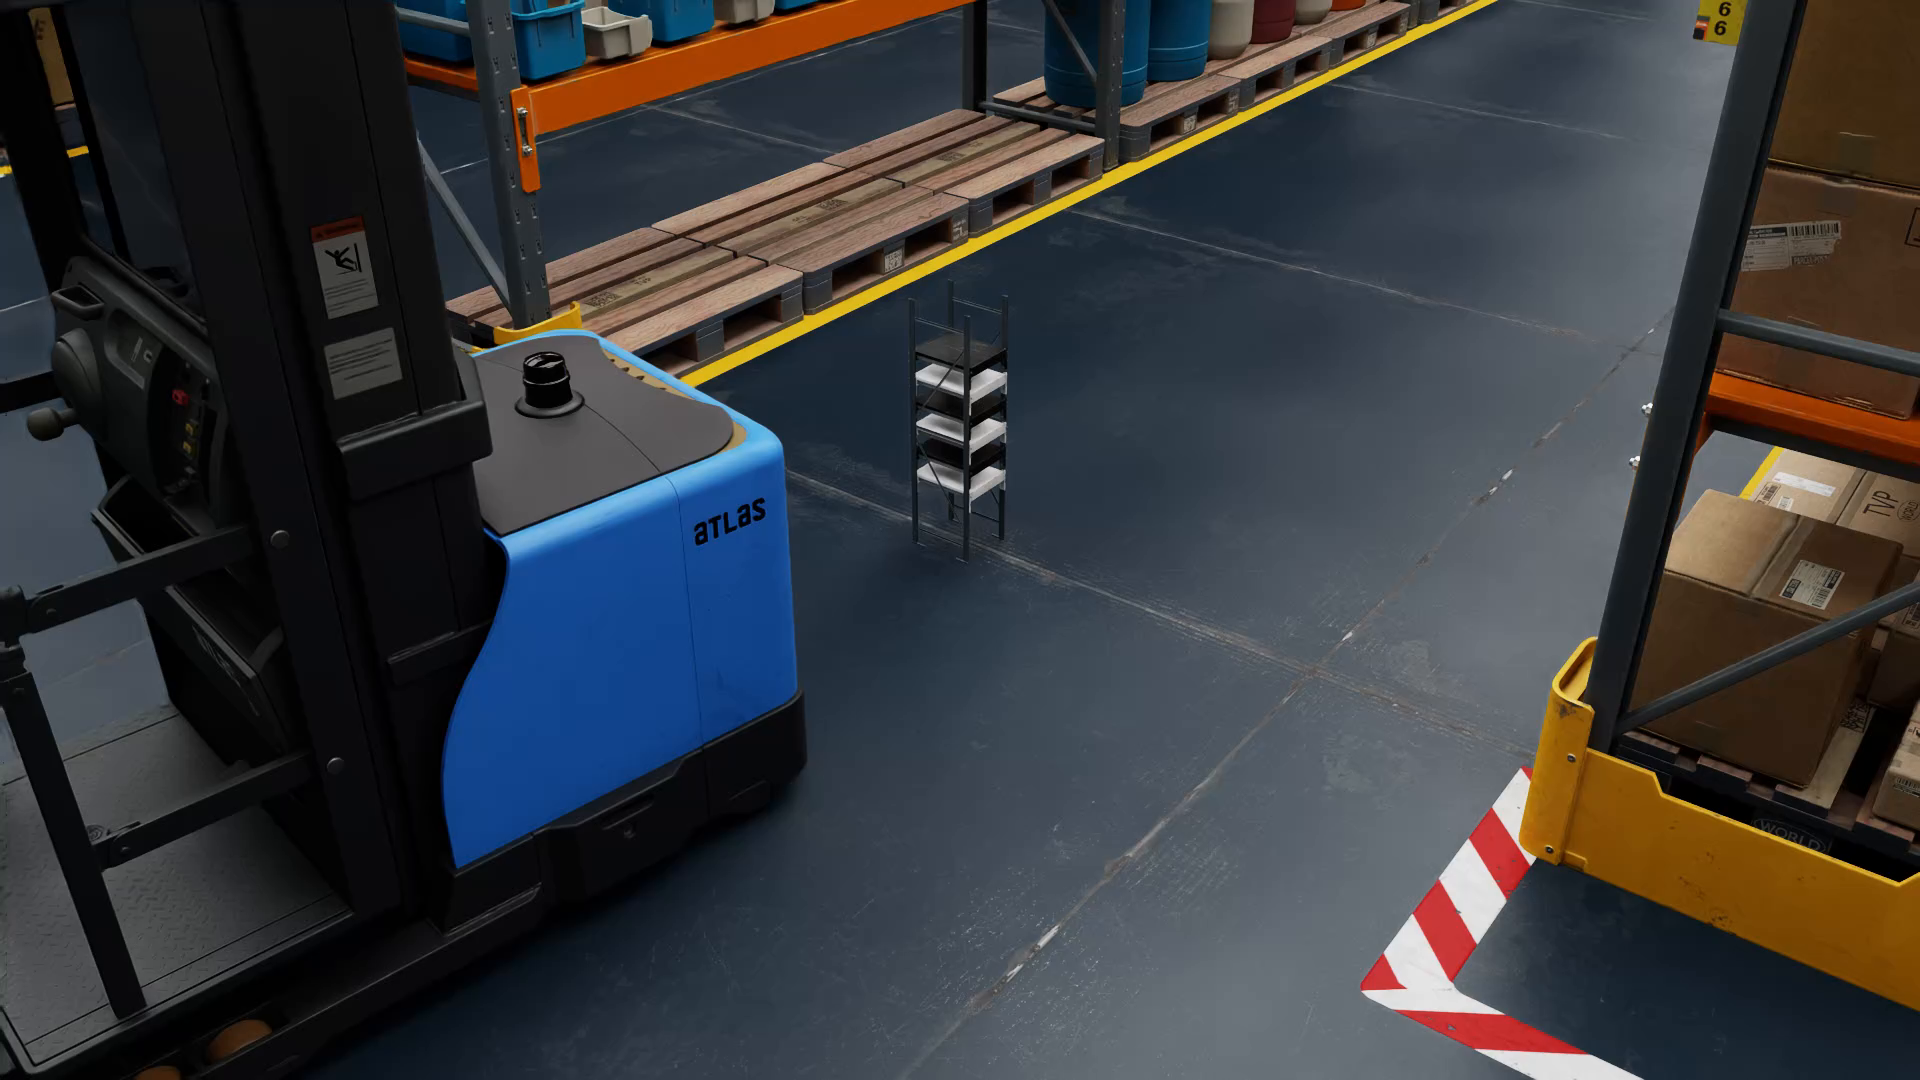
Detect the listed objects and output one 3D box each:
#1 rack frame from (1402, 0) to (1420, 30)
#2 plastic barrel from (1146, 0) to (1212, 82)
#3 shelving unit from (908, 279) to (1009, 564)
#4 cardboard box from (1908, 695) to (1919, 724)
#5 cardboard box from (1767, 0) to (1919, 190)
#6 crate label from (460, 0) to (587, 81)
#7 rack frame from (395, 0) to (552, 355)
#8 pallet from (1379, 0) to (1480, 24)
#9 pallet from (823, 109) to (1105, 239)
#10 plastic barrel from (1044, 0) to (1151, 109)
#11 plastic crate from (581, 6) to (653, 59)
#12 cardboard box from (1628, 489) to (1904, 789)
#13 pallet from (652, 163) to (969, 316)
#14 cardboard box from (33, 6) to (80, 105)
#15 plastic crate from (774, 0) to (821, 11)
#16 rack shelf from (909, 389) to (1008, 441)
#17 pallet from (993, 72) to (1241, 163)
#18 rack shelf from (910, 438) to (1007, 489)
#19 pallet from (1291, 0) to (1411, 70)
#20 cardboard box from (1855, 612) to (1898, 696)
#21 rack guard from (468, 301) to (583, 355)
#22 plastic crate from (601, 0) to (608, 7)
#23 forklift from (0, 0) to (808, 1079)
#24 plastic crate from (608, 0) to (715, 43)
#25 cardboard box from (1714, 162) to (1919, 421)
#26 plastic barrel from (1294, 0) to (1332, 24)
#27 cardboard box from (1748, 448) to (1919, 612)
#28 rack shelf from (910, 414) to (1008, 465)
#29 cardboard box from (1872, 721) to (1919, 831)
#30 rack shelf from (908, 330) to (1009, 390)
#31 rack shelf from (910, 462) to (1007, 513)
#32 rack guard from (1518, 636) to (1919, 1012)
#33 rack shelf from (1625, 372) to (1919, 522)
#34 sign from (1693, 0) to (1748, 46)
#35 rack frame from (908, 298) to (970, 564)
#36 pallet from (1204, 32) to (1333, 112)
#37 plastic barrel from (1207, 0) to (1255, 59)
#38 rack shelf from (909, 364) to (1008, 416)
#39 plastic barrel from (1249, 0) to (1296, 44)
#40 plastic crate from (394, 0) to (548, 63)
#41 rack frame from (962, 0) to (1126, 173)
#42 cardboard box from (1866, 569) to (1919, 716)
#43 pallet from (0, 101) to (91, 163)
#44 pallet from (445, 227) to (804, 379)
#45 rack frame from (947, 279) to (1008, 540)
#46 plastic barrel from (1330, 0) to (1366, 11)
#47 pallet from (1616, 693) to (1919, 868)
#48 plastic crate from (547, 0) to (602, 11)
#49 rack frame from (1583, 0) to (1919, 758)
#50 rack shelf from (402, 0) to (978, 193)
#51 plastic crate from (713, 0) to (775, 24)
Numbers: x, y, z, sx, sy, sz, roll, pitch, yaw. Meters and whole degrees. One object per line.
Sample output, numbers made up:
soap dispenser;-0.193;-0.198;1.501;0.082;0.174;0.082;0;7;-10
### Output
rack frame;2.859;-5.119;11.446;1.000;3.000;0.127;21;37;31
plastic barrel;1.214;-3.275;9.981;0.600;0.901;0.708;21;37;31
shelving unit;-0.005;-0.384;5.515;0.258;0.900;0.210;21;37;31
cardboard box;2.655;0.522;4.275;0.380;0.166;0.250;21;37;31
cardboard box;2.026;-1.080;3.552;0.500;0.500;0.500;21;36;31
crate label;-1.558;-1.821;5.985;0.416;0.233;0.303;21;37;31
rack frame;-1.970;-1.868;5.959;1.000;3.000;0.127;21;37;31
pallet;3.358;-4.223;12.668;1.003;0.211;1.213;21;37;31
pallet;0.032;-1.983;8.889;1.003;0.211;1.213;21;37;31
plastic barrel;0.787;-2.987;9.495;0.600;0.901;0.708;21;37;31
plastic crate;-1.299;-1.884;6.187;0.250;0.136;0.298;21;37;31
cardboard box;2.109;0.248;4.410;0.500;0.500;0.500;21;37;31
pallet;-0.704;-1.485;8.049;1.003;0.211;1.213;21;37;31
cardboard box;-5.596;-2.943;9.446;0.875;0.875;0.875;21;37;31
plastic crate;-0.764;-2.356;6.888;0.416;0.233;0.300;21;37;31
rack shelf;-0.005;-0.433;5.486;0.258;0.077;0.200;21;37;31
pallet;0.944;-2.595;9.921;1.003;0.211;1.213;21;37;31
rack shelf;-0.005;-0.278;5.578;0.258;0.077;0.200;21;37;31
pallet;2.416;-3.587;11.595;1.003;0.211;1.213;21;37;31
cardboard box;2.425;0.254;4.727;0.380;0.166;0.250;21;37;31
rack guard;-1.974;-0.779;6.573;1.175;0.500;0.348;21;37;31
plastic crate;-1.436;-2.281;6.856;0.396;0.136;0.243;21;37;31
forklift;-1.846;-0.264;3.321;3.031;2.935;1.130;-25;39;-36
plastic crate;-1.161;-2.088;6.437;0.416;0.233;0.300;21;37;31
cardboard box;2.030;-0.651;3.808;0.500;0.500;0.500;22;37;33
plastic barrel;2.308;-3.769;11.195;0.421;0.512;0.421;0;31;0
cardboard box;2.706;-0.022;5.110;0.500;0.250;0.500;21;37;31
rack shelf;-0.005;-0.355;5.532;0.258;0.077;0.200;21;37;31
cardboard box;2.504;0.631;4.108;0.380;0.149;0.250;21;37;31
rack shelf;-0.005;-0.587;5.394;0.258;0.077;0.200;21;37;31
rack shelf;-0.005;-0.200;5.624;0.258;0.077;0.200;21;37;31
rack guard;2.023;0.703;4.074;1.175;0.500;0.348;21;37;31
rack shelf;3.184;-0.845;4.940;1.077;0.370;4.000;21;37;31
sign;1.546;-1.155;3.311;0.100;0.325;0.005;21;37;31
rack frame;-0.066;-0.343;5.445;0.240;0.900;0.006;21;37;31
pallet;1.680;-3.093;10.762;1.003;0.211;1.213;21;37;31
plastic barrel;1.626;-3.310;10.421;0.421;0.512;0.421;0;31;0
rack shelf;-0.005;-0.510;5.440;0.258;0.077;0.200;21;37;31
plastic barrel;1.896;-3.600;10.835;0.600;0.588;0.708;21;37;31
plastic crate;-1.917;-2.102;6.262;0.616;0.435;0.499;21;37;31
rack frame;0.445;-3.494;8.703;1.000;3.000;0.127;21;37;31
cardboard box;2.833;0.315;4.542;0.500;0.250;0.500;21;37;31
pallet;-5.498;-2.541;9.831;1.003;0.211;1.213;21;37;31
pallet;-1.441;-0.991;7.216;1.003;0.211;1.213;21;37;31
rack frame;0.056;-0.425;5.585;0.240;0.900;0.006;21;37;31
plastic barrel;2.577;-4.162;11.548;0.600;0.830;0.708;21;37;31
pallet;2.503;0.503;4.695;1.003;0.211;1.213;21;37;31
plastic crate;-1.622;-2.167;6.665;0.396;0.136;0.243;21;37;31
rack frame;1.977;-0.342;3.384;1.000;3.000;0.127;21;37;31
rack shelf;-0.763;-2.371;7.514;1.077;0.370;4.000;21;37;31
plastic crate;-0.889;-2.160;6.652;0.250;0.136;0.298;21;37;31
